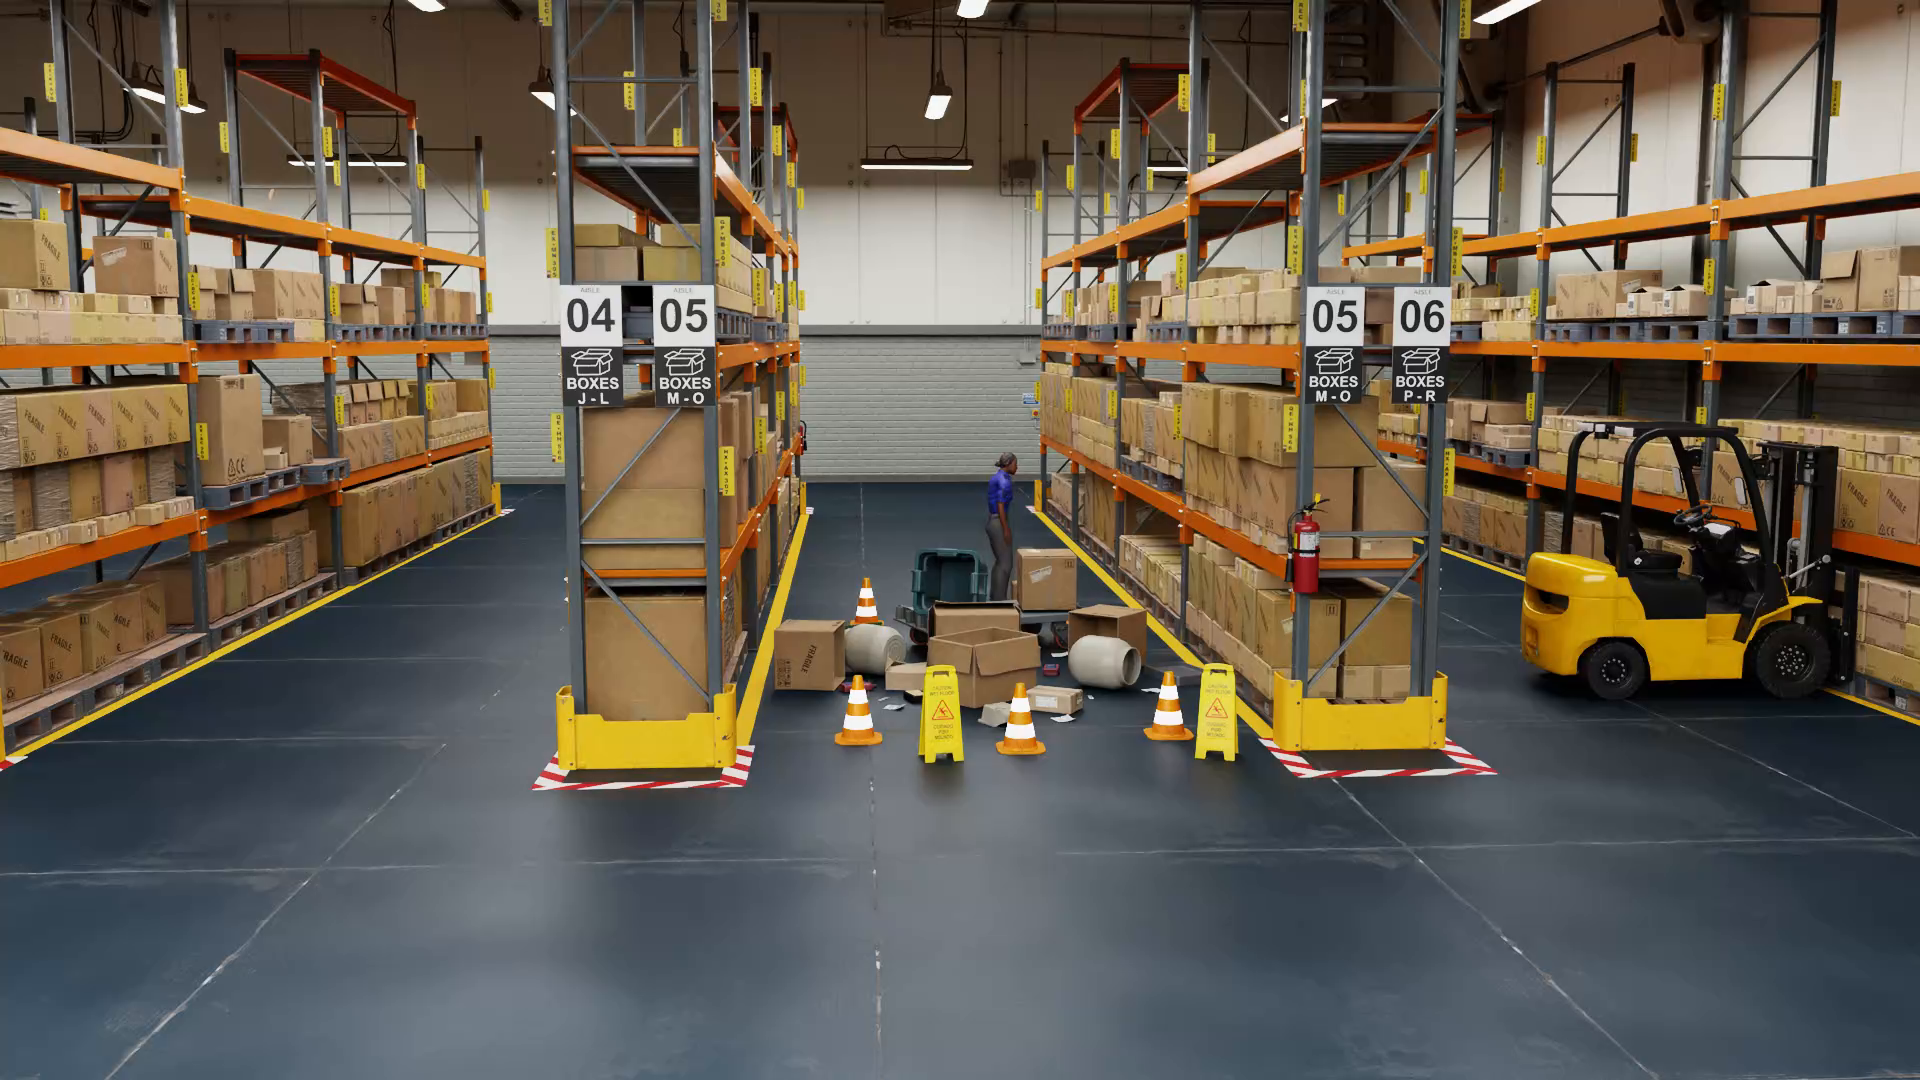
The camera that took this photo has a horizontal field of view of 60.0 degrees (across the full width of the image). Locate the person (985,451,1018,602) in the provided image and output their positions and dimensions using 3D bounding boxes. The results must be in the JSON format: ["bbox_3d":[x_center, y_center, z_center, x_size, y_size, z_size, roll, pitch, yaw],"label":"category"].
[{"bbox_3d":[0.450,-0.115,17.716,0.348,1.653,0.522,-1,7,-7],"label":"person"}]
